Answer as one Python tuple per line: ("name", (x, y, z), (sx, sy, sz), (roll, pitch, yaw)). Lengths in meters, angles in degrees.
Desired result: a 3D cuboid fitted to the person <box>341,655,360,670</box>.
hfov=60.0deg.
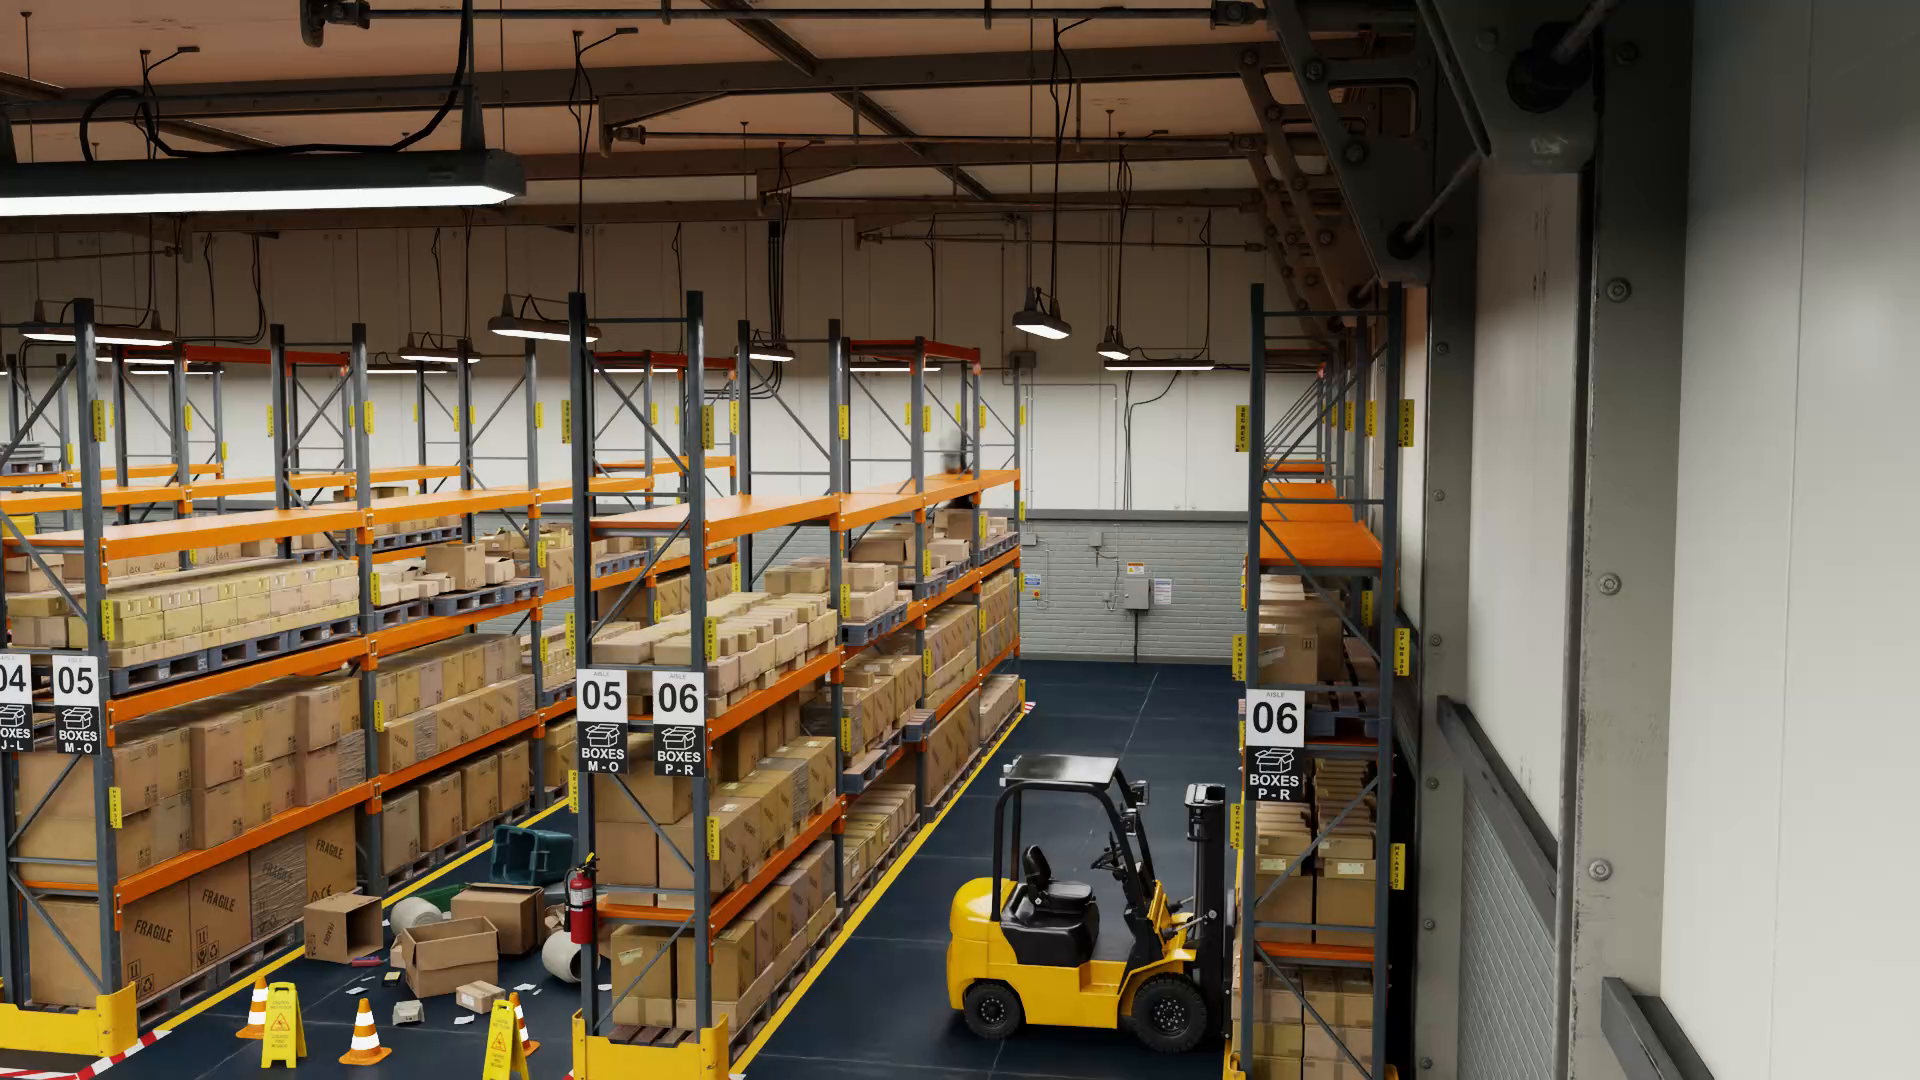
("person", (-8.683, 2.380, 23.938), (0.682, 1.795, 0.747), (1, 5, 12))
